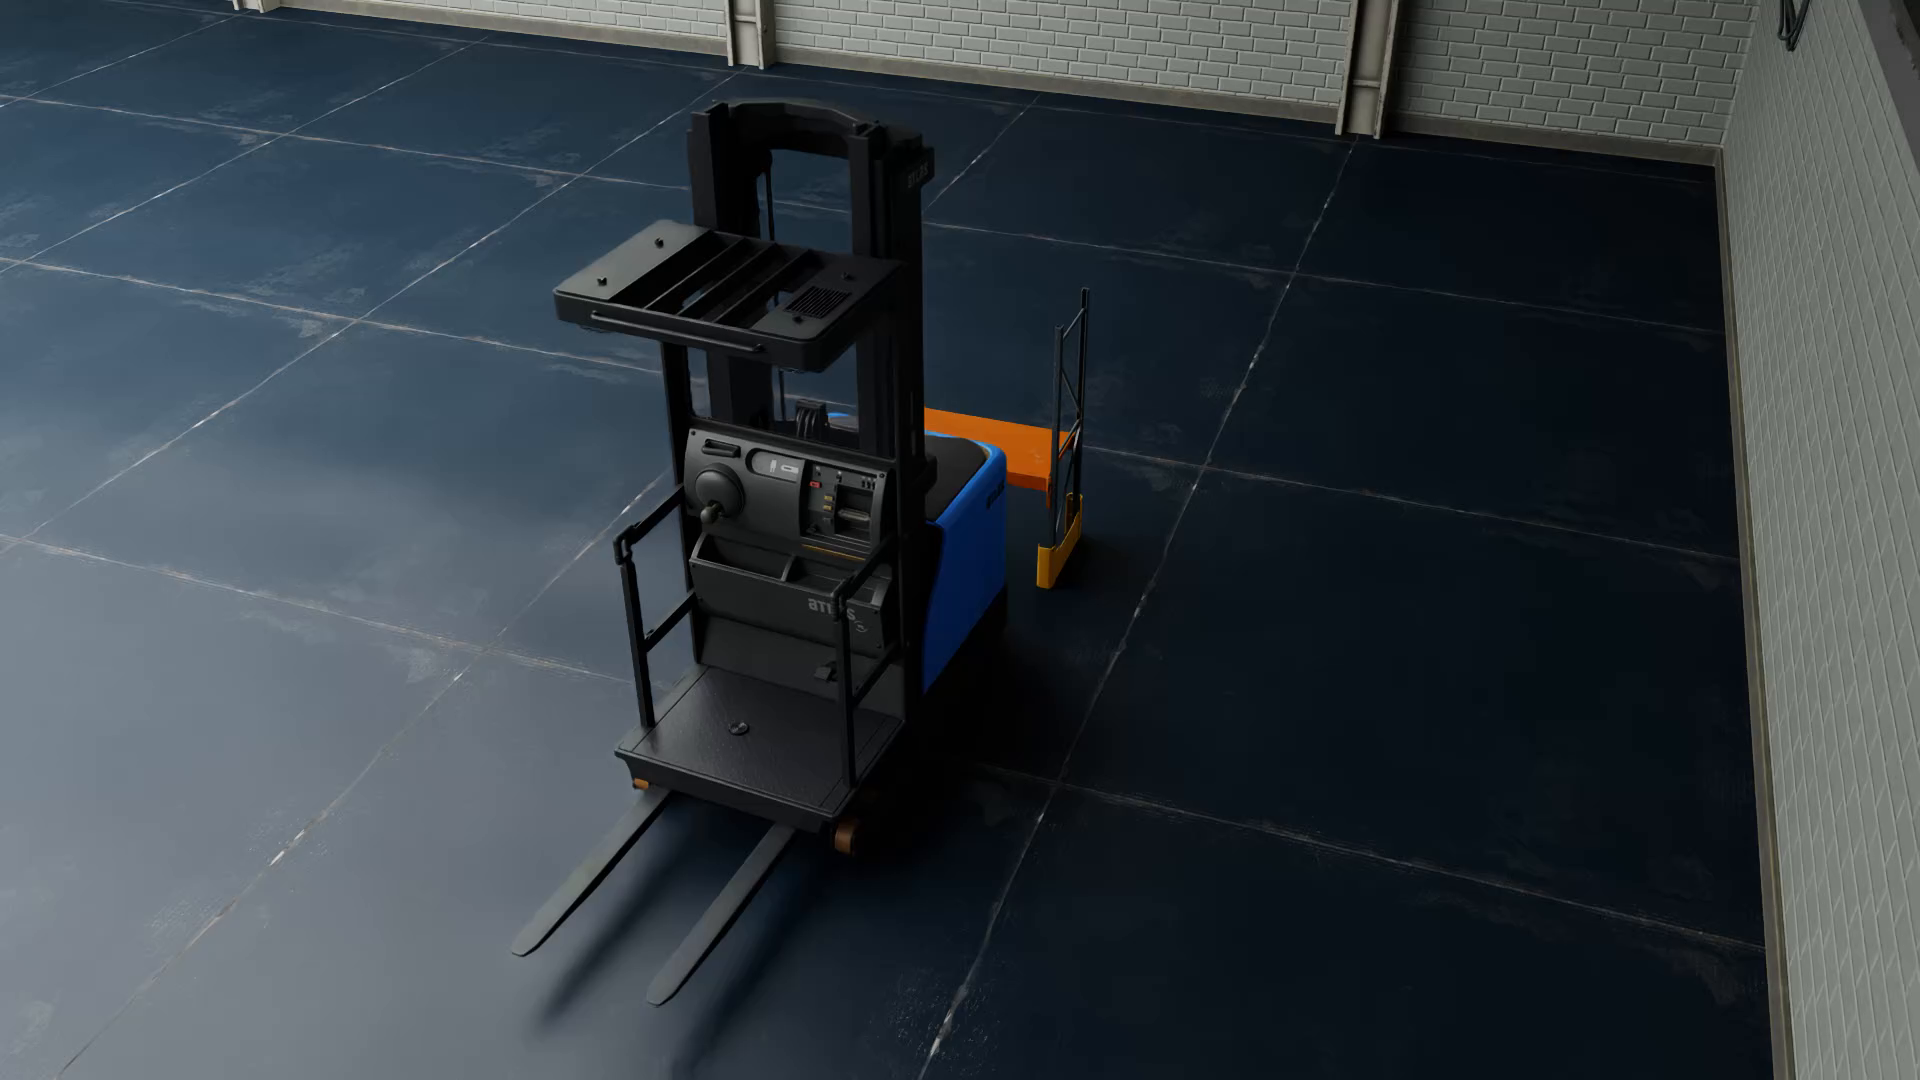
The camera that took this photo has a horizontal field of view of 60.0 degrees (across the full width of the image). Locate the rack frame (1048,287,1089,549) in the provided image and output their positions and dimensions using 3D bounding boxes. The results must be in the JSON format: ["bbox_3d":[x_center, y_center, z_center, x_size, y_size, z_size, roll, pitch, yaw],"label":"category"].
[{"bbox_3d":[0.559,-0.521,8.643,0.032,1.500,0.500,11,34,16],"label":"rack frame"}]

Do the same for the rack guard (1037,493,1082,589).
[{"bbox_3d":[0.541,0.000,8.987,0.087,0.250,0.587,11,34,16],"label":"rack guard"}]

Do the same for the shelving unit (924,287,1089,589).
[{"bbox_3d":[0.072,-0.616,8.790,1.083,1.500,0.587,11,34,16],"label":"shelving unit"}]

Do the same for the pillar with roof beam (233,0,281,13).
[{"bbox_3d":[-9.168,-7.439,12.444,0.400,9.000,9.100,11,34,16],"label":"pillar with roof beam"}]

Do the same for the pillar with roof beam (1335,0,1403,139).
[{"bbox_3d":[2.129,-5.243,9.043,0.400,9.000,9.100,11,34,16],"label":"pillar with roof beam"}]

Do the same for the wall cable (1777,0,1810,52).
[{"bbox_3d":[5.908,-4.923,11.409,0.112,2.526,3.097,11,34,16],"label":"wall cable"}]

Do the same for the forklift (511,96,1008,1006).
[{"bbox_3d":[-0.813,-0.148,6.746,1.130,2.935,3.031,13,35,20],"label":"forklift"}]

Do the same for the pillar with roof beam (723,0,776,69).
[{"bbox_3d":[-3.519,-6.341,10.744,0.400,9.000,9.100,11,34,16],"label":"pillar with roof beam"}]

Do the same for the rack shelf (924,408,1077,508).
[{"bbox_3d":[0.080,-0.463,8.885,1.000,0.185,0.538,11,34,16],"label":"rack shelf"}]
